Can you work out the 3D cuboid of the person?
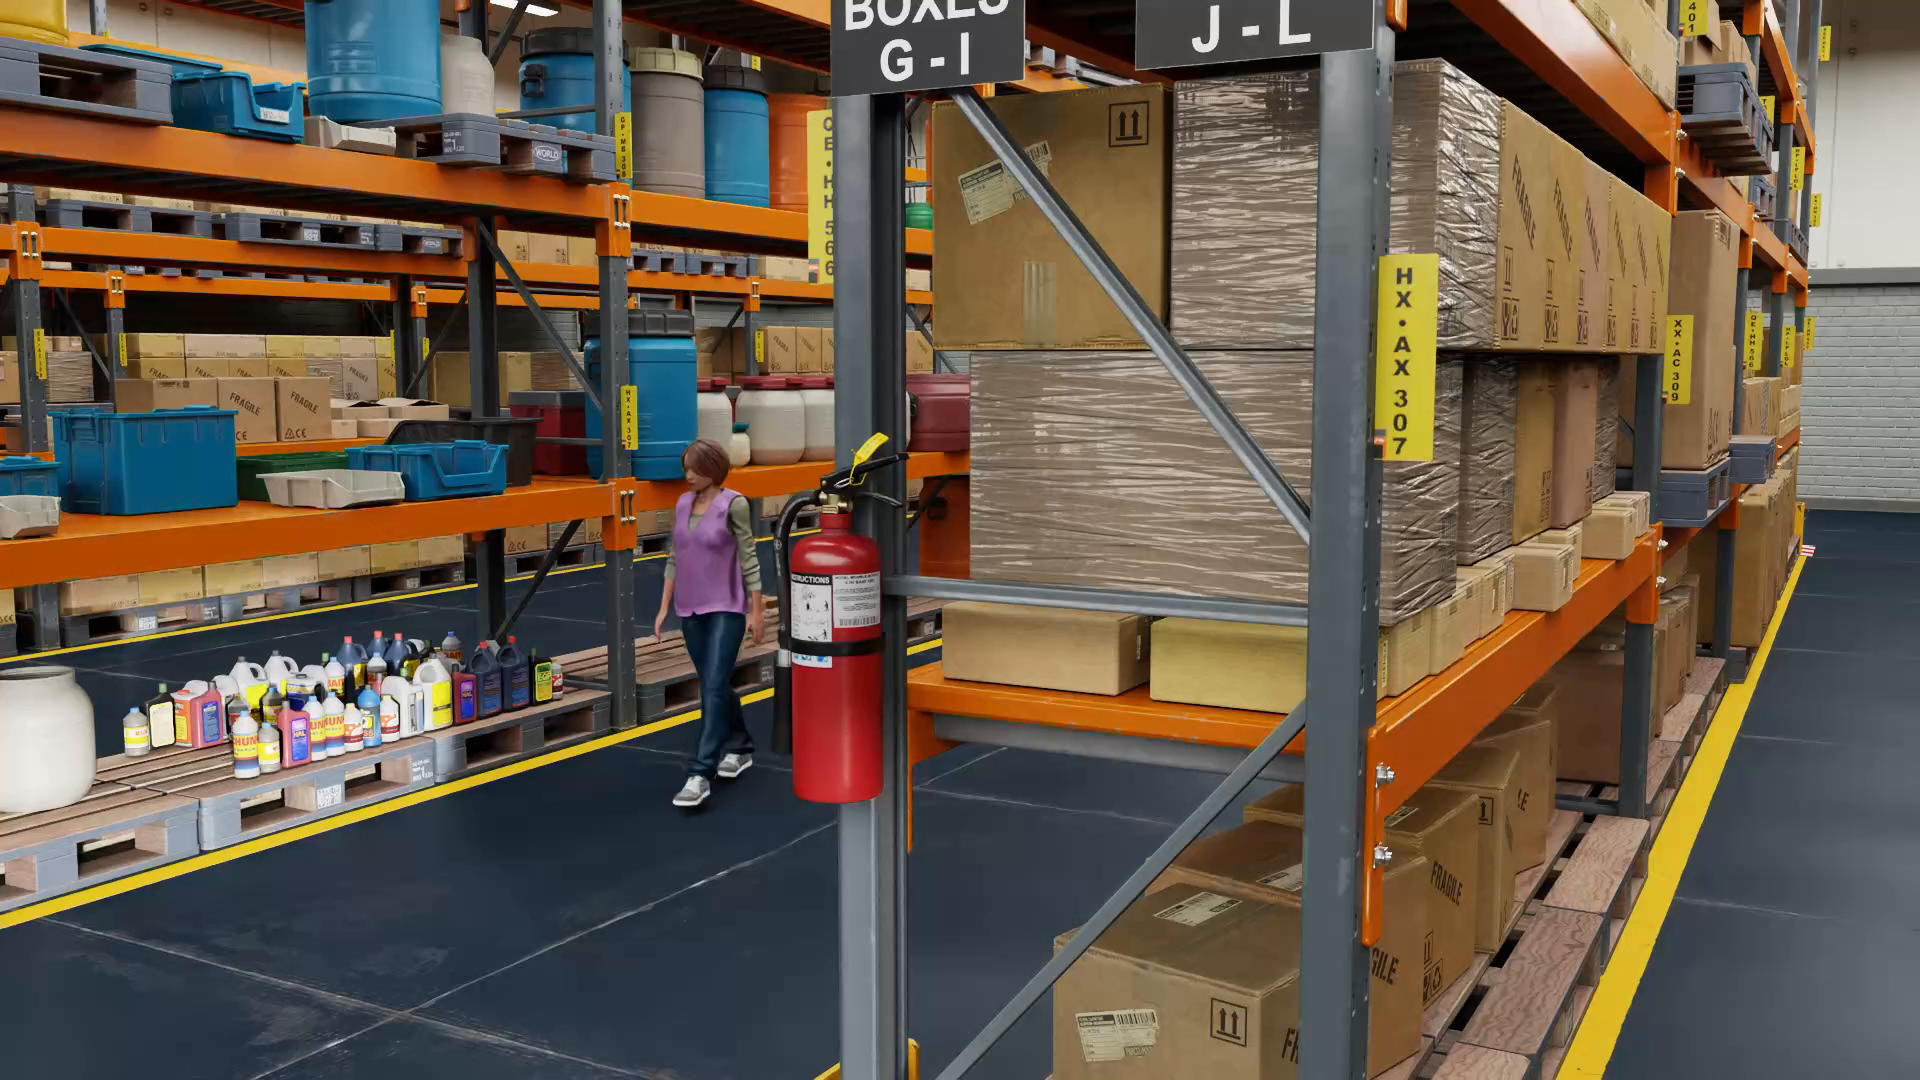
[{"bbox_3d":[-1.154,0.333,7.386,0.456,1.562,0.812,4,7,30],"label":"person"}]
